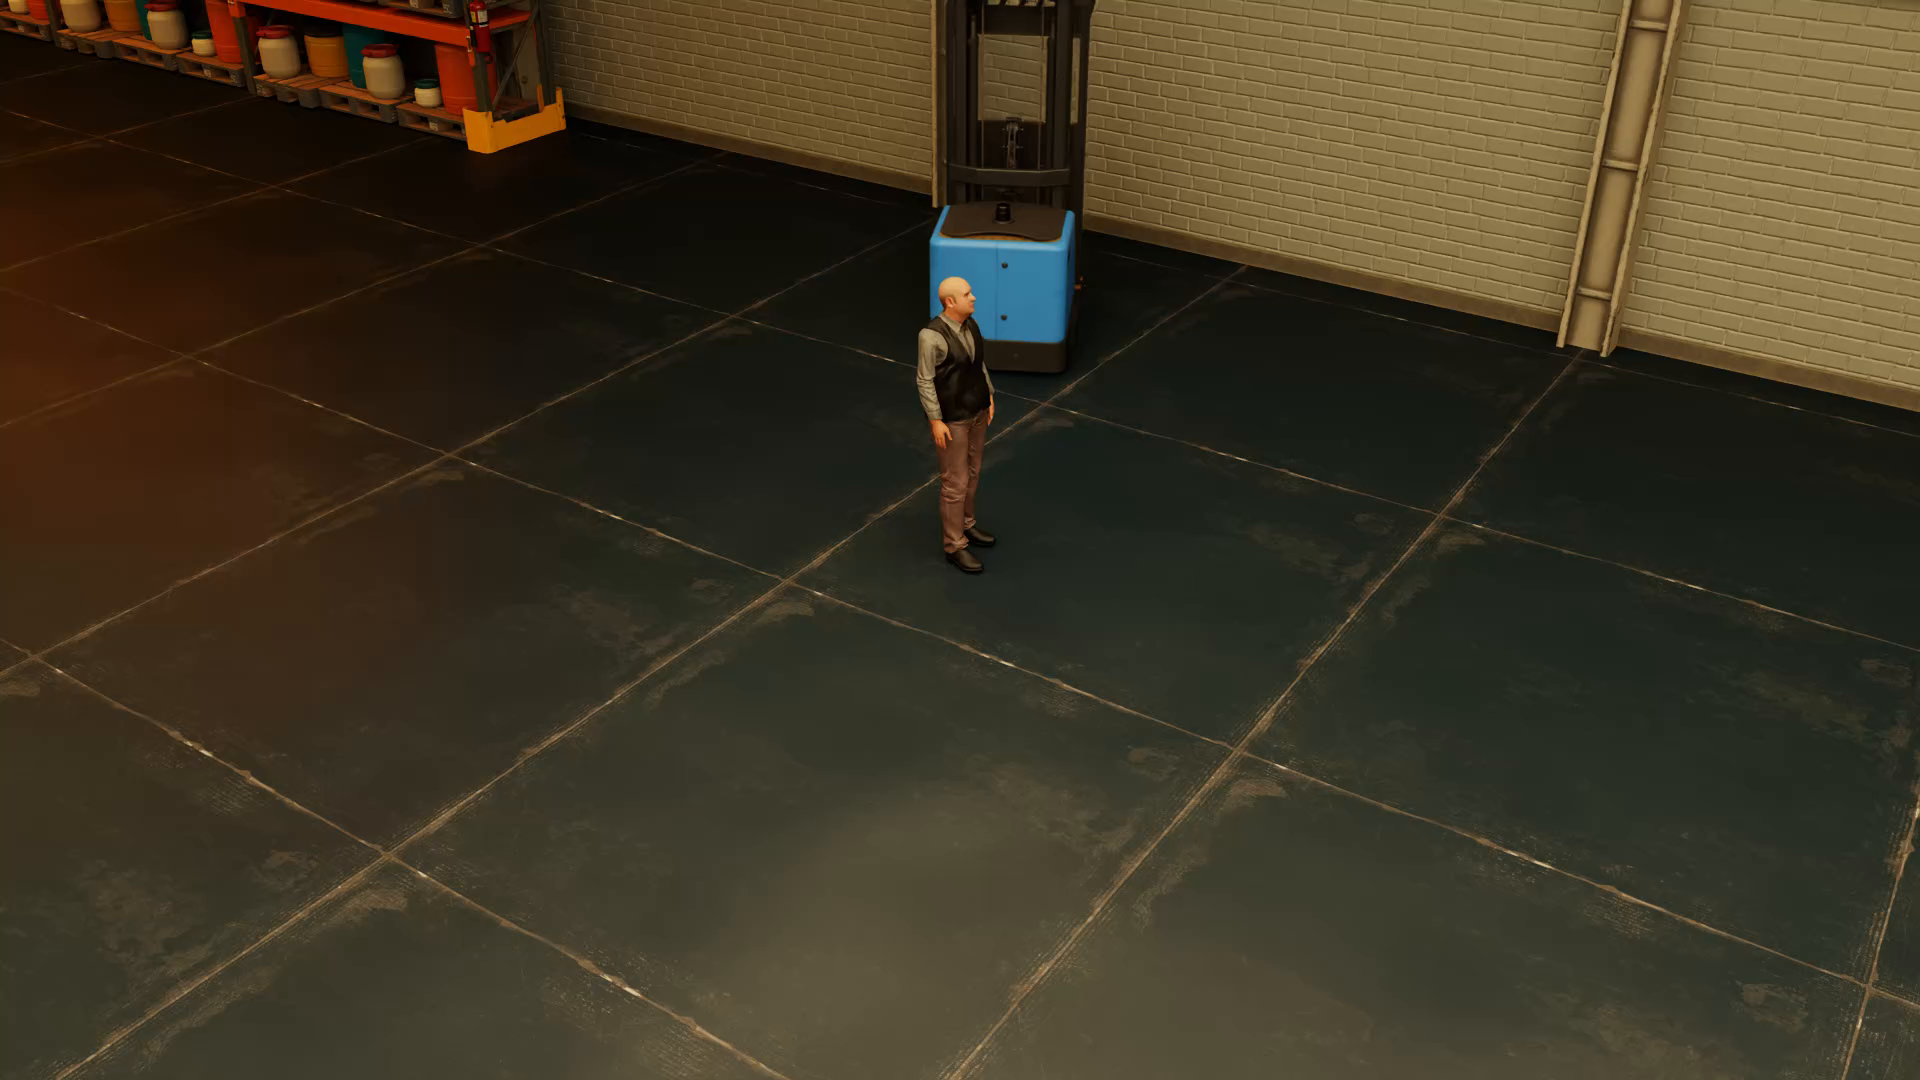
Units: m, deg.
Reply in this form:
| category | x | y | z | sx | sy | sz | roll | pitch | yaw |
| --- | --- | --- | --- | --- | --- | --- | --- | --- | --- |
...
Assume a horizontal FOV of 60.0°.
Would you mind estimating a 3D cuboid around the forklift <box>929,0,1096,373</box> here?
| category | x | y | z | sx | sy | sz | roll | pitch | yaw |
| --- | --- | --- | --- | --- | --- | --- | --- | --- | --- |
| forklift | 0.466 | -3.244 | 13.168 | 1.130 | 2.935 | 3.031 | 4 | 30 | 6 |

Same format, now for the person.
| category | x | y | z | sx | sy | sz | roll | pitch | yaw |
| --- | --- | --- | --- | --- | --- | --- | --- | --- | --- |
| person | 0.048 | -0.730 | 10.029 | 0.566 | 1.722 | 0.633 | 19 | 35 | 29 |
